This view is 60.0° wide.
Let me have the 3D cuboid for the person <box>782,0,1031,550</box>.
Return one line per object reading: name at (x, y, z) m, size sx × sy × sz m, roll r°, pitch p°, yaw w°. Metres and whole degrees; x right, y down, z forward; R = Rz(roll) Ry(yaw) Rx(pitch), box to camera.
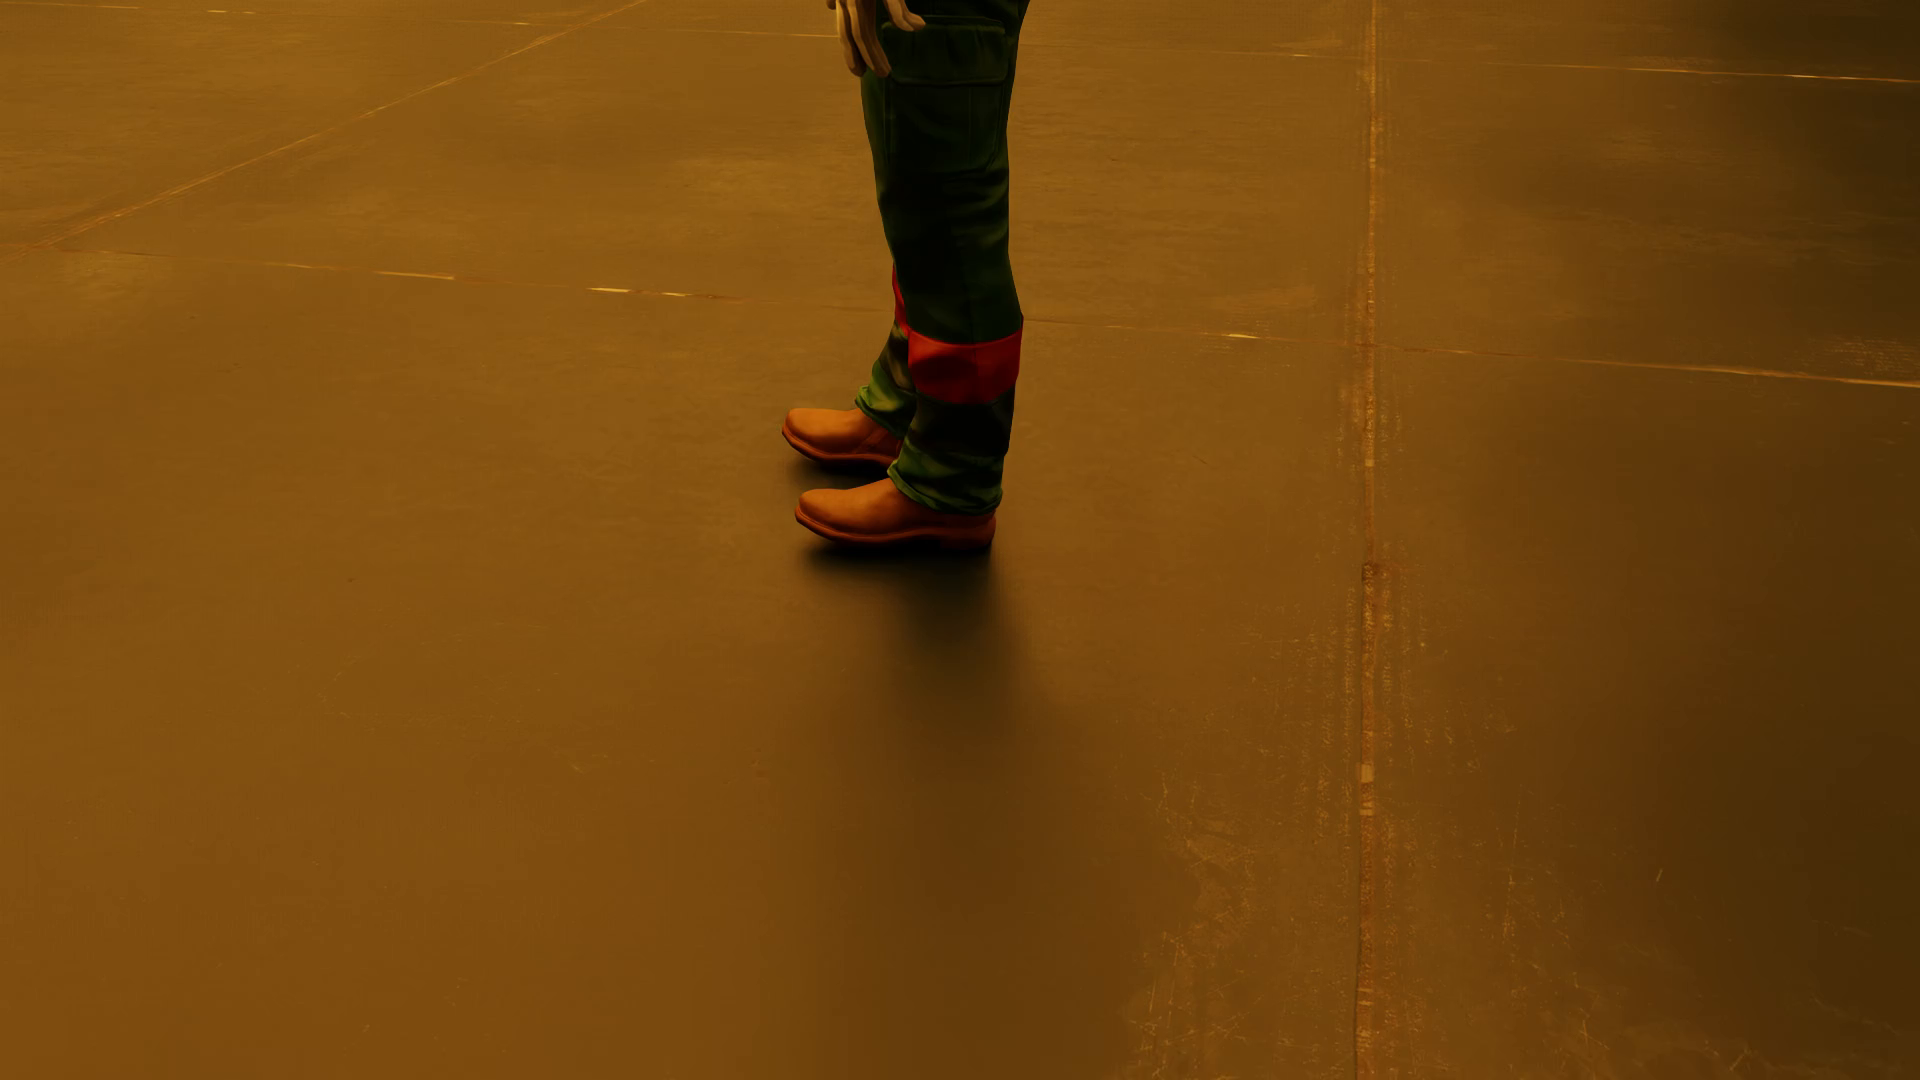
person at (-0.075, -0.819, 2.120) m, size 0.564 × 1.787 × 0.637 m, roll 6°, pitch 27°, yaw 11°
